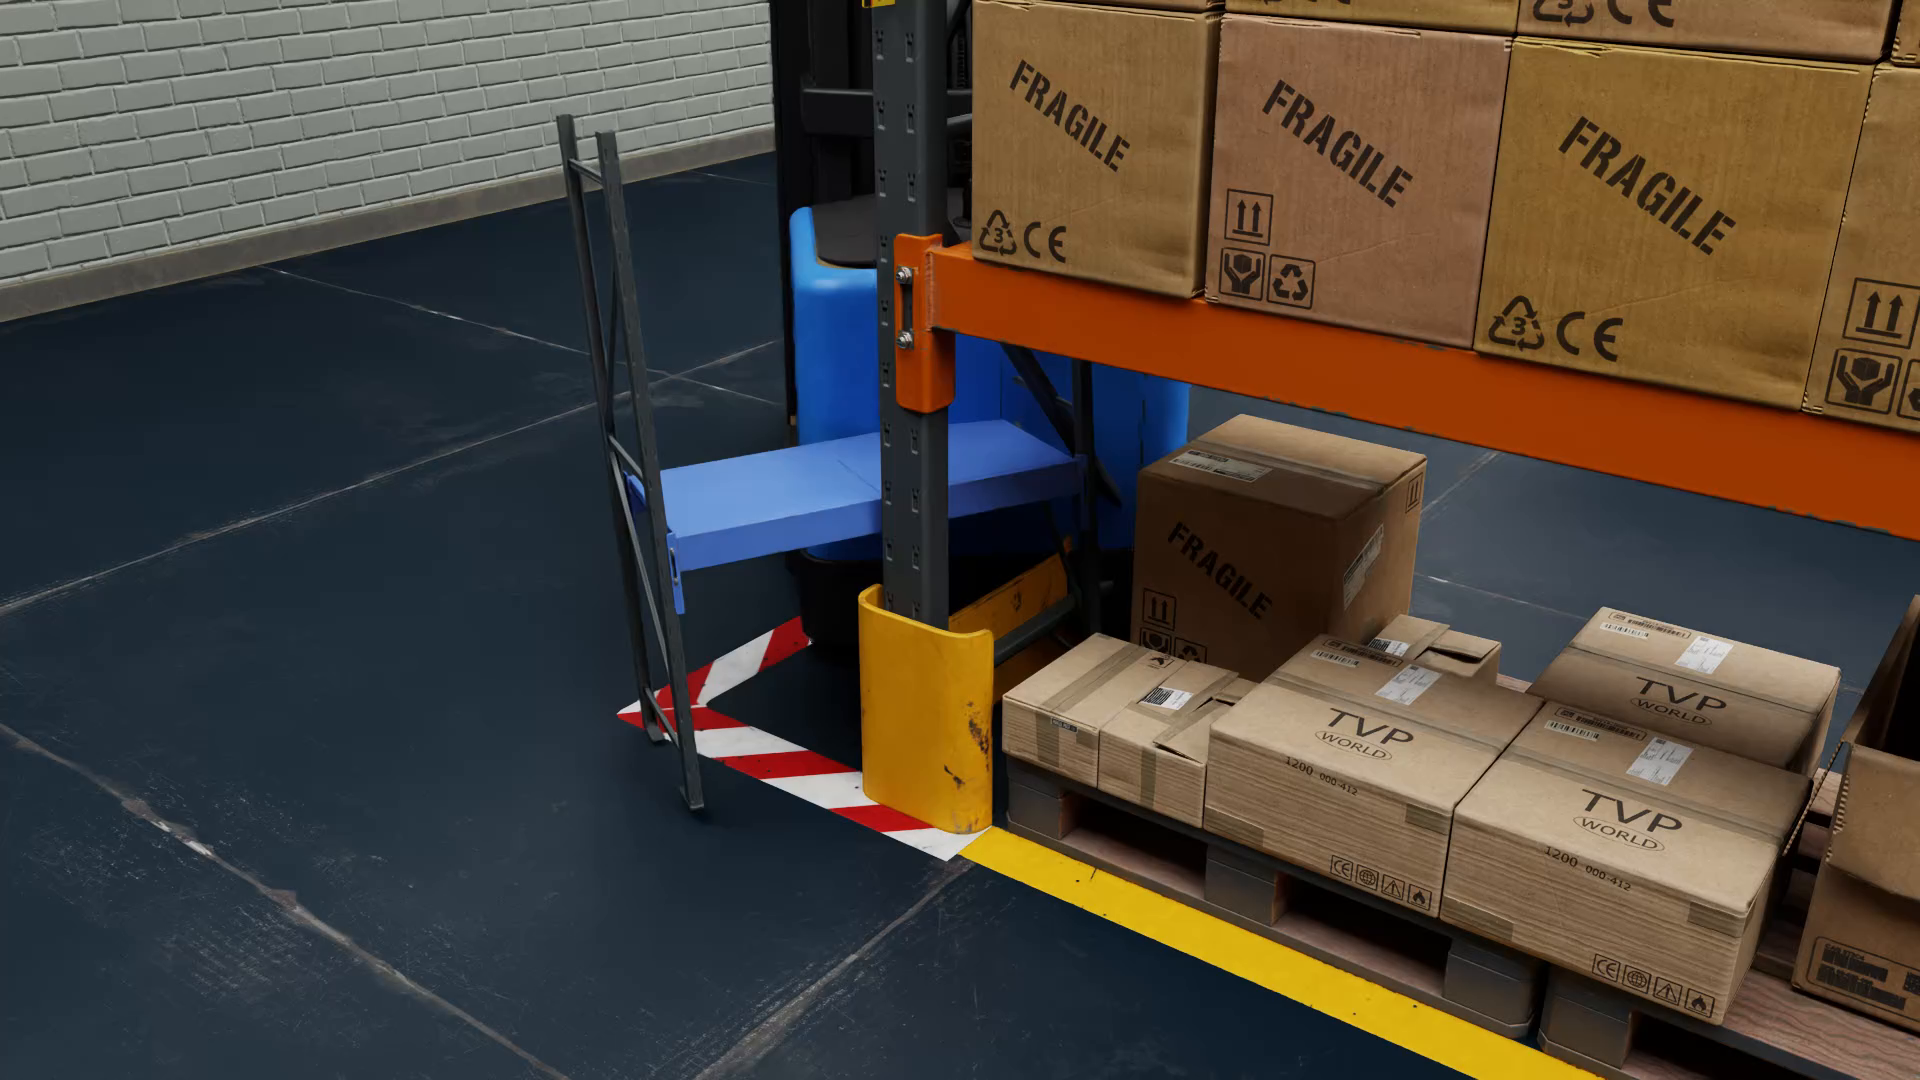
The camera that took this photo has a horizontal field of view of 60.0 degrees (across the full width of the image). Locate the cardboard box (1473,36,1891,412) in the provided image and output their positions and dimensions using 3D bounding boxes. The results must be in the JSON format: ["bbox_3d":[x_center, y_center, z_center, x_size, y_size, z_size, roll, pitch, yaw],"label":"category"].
[{"bbox_3d":[1.186,-0.555,2.665,0.500,0.500,0.500,17,29,33],"label":"cardboard box"}]

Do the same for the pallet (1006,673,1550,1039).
[{"bbox_3d":[0.872,0.540,3.762,1.213,0.211,1.003,17,29,33],"label":"pallet"}]

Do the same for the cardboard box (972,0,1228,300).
[{"bbox_3d":[0.370,-0.800,3.222,0.500,0.500,0.500,18,29,34],"label":"cardboard box"}]

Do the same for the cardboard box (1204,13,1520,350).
[{"bbox_3d":[0.786,-0.677,2.943,0.500,0.500,0.500,16,29,33],"label":"cardboard box"}]

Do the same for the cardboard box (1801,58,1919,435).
[{"bbox_3d":[1.585,-0.433,2.389,0.500,0.500,0.500,17,29,34],"label":"cardboard box"}]

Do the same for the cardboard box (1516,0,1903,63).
[{"bbox_3d":[1.190,-1.011,2.461,0.500,0.500,0.500,17,29,34],"label":"cardboard box"}]

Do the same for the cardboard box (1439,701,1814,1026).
[{"bbox_3d":[1.238,0.575,3.089,0.500,0.250,0.500,17,29,33],"label":"cardboard box"}]

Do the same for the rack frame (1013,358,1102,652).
[{"bbox_3d":[0.200,-0.358,4.068,0.032,1.500,0.500,-12,21,-20],"label":"rack frame"}]

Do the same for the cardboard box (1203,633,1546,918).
[{"bbox_3d":[0.838,0.454,3.364,0.500,0.250,0.500,17,29,33],"label":"cardboard box"}]

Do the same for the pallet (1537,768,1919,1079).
[{"bbox_3d":[1.844,0.835,3.092,1.213,0.211,1.003,17,29,33],"label":"pallet"}]

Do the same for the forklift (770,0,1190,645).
[{"bbox_3d":[-0.058,-1.621,5.294,1.130,2.935,3.031,-3,24,-6],"label":"forklift"}]

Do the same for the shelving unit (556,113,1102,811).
[{"bbox_3d":[-0.268,-0.262,3.893,1.048,1.500,0.538,-12,21,-20],"label":"shelving unit"}]

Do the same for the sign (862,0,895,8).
[{"bbox_3d":[-0.153,-1.168,3.107,0.005,0.325,0.100,17,29,33],"label":"sign"}]

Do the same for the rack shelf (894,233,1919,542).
[{"bbox_3d":[1.773,-0.134,2.726,4.000,0.370,1.077,17,29,33],"label":"rack shelf"}]

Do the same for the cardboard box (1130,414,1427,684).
[{"bbox_3d":[0.756,0.048,3.976,0.500,0.500,0.500,17,29,33],"label":"cardboard box"}]

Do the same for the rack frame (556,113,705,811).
[{"bbox_3d":[-0.736,-0.167,3.719,0.032,1.500,0.500,-12,21,-20],"label":"rack frame"}]

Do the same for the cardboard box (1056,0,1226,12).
[{"bbox_3d":[0.370,-1.258,3.020,0.500,0.500,0.500,18,29,35],"label":"cardboard box"}]

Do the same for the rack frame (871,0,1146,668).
[{"bbox_3d":[0.173,-0.947,3.679,0.127,3.000,1.000,17,29,33],"label":"rack frame"}]

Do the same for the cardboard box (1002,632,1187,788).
[{"bbox_3d":[0.302,0.369,3.683,0.250,0.149,0.380,17,29,33],"label":"cardboard box"}]

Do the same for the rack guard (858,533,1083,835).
[{"bbox_3d":[0.233,0.215,4.141,0.348,0.500,1.175,17,29,33],"label":"rack guard"}]

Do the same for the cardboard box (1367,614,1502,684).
[{"bbox_3d":[1.026,0.327,3.755,0.250,0.166,0.380,17,29,33],"label":"cardboard box"}]

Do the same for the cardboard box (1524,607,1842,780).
[{"bbox_3d":[1.498,0.402,3.483,0.500,0.250,0.500,17,29,33],"label":"cardboard box"}]

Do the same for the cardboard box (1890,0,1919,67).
[{"bbox_3d":[1.597,-0.889,2.183,0.500,0.500,0.500,17,29,33],"label":"cardboard box"}]

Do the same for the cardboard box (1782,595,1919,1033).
[{"bbox_3d":[1.867,0.509,2.925,0.637,0.503,0.797,17,29,33],"label":"cardboard box"}]

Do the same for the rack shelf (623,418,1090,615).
[{"bbox_3d":[-0.257,-0.094,3.955,1.000,0.185,0.538,-12,21,-20],"label":"rack shelf"}]

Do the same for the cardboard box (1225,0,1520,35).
[{"bbox_3d":[0.793,-1.134,2.739,0.500,0.500,0.500,17,29,34],"label":"cardboard box"}]

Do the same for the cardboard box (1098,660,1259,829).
[{"bbox_3d":[0.502,0.421,3.543,0.250,0.166,0.380,17,29,33],"label":"cardboard box"}]
